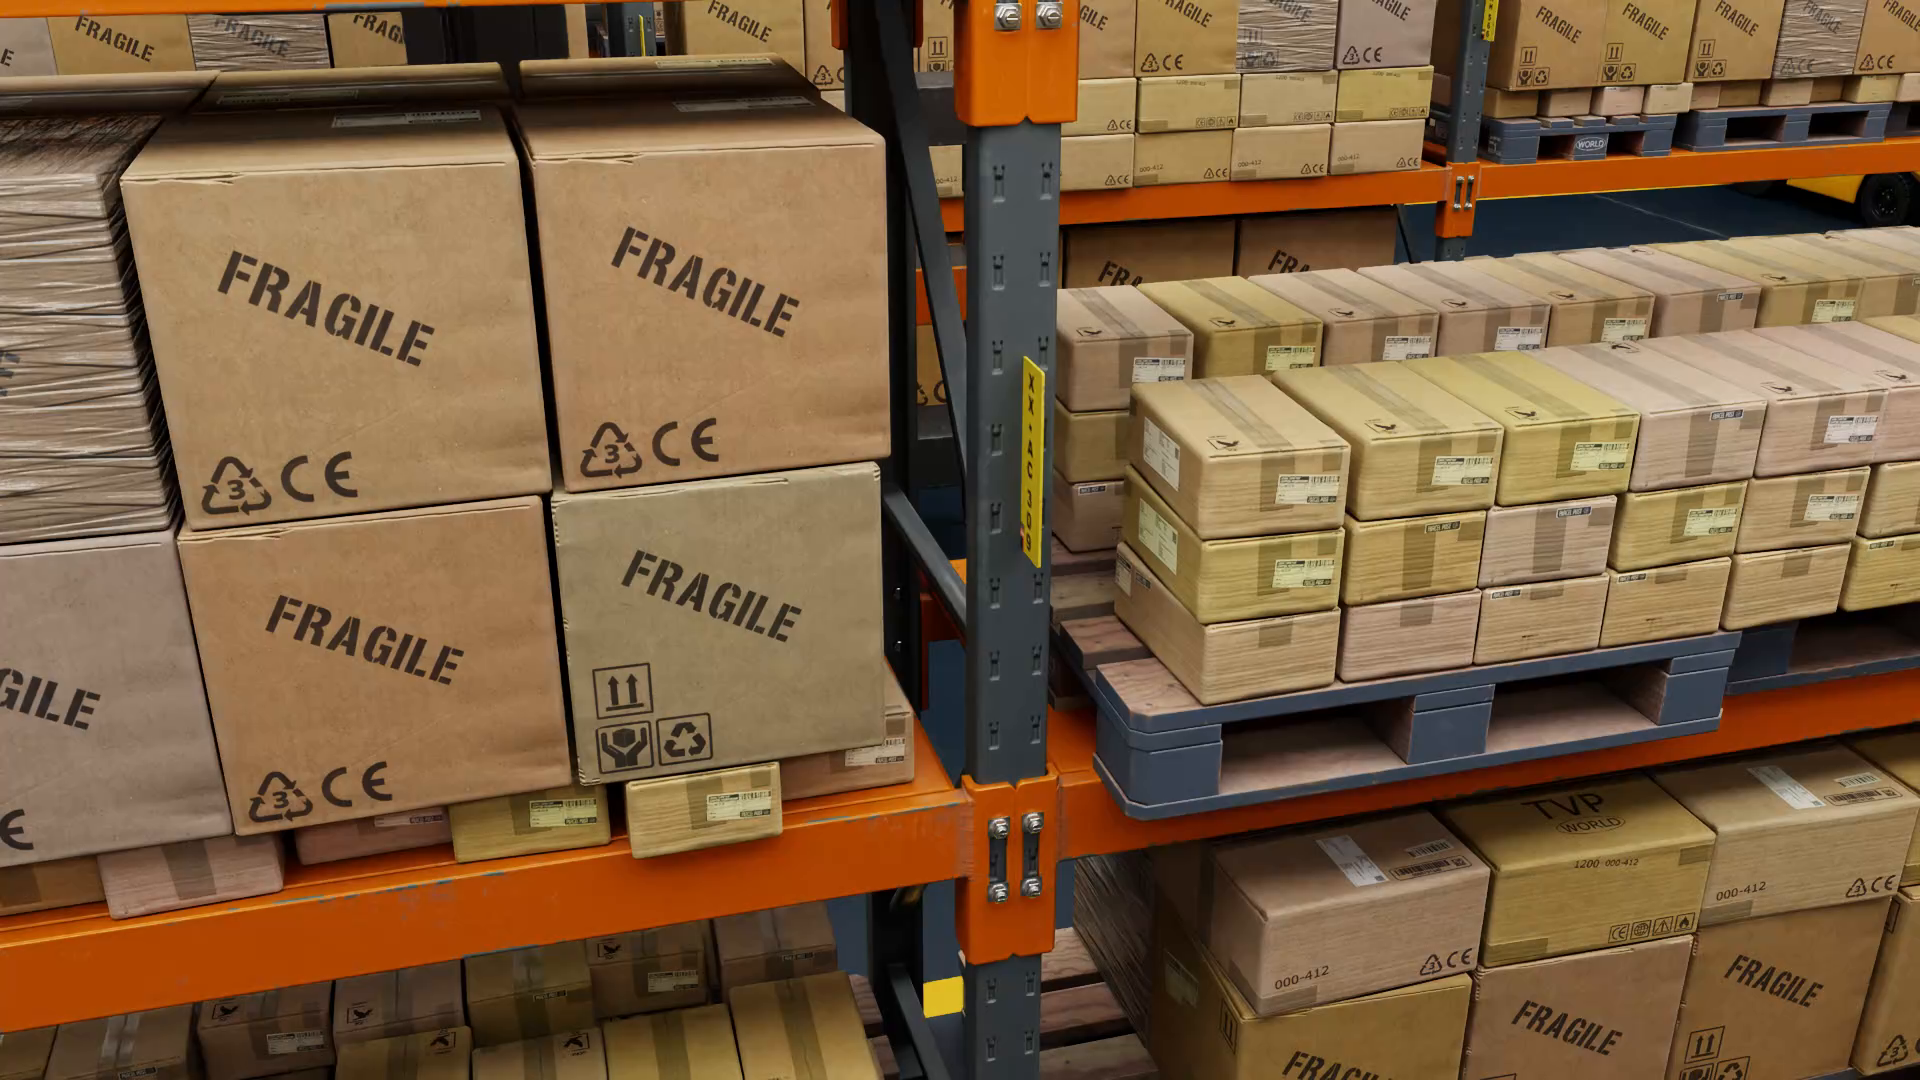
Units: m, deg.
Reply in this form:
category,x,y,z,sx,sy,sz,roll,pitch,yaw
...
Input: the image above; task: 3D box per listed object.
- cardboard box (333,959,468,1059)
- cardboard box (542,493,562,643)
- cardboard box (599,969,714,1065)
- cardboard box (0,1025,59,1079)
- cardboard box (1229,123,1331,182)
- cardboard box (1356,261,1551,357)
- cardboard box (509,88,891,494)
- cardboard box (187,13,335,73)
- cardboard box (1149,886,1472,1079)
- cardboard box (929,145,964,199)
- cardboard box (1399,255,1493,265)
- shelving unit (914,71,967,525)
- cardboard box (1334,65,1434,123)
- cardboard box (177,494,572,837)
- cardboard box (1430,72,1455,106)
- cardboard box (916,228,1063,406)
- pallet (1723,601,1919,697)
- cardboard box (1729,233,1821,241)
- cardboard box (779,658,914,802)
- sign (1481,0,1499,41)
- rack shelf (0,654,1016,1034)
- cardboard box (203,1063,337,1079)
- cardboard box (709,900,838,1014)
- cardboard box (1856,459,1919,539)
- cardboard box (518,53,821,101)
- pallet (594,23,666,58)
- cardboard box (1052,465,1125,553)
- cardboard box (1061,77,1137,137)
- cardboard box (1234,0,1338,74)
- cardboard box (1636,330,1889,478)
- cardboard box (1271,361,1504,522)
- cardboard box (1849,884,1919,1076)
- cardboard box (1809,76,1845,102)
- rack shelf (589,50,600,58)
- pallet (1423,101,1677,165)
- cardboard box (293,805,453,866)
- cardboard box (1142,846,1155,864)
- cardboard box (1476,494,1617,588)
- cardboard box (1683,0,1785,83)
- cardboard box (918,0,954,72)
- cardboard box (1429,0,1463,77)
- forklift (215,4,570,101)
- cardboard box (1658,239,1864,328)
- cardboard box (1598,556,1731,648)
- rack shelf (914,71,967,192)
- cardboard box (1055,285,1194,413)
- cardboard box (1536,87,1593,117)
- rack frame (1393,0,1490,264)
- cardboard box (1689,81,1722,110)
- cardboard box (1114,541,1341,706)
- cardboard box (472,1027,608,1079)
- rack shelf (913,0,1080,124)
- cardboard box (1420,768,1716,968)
category,x,y,z,sx,sy,sz,roll,pitch,yaw
cardboard box,-1.185,0.961,3.534,0.250,0.149,0.380,-7,24,-16
cardboard box,-0.586,-0.155,3.303,0.500,0.500,0.500,-7,24,-15
cardboard box,-0.696,1.029,3.753,0.250,0.149,0.380,-6,24,-14
cardboard box,-1.940,1.029,3.376,0.250,0.149,0.380,-6,24,-14
cardboard box,1.472,-1.942,8.163,0.500,0.250,0.500,-6,24,-13
cardboard box,1.053,-0.481,3.599,0.250,0.149,0.380,-6,24,-15
cardboard box,-0.420,-0.419,2.650,0.500,0.500,0.500,-7,24,-16
cardboard box,-2.833,-2.040,6.805,0.500,0.500,0.500,-6,24,-14
cardboard box,0.742,1.048,3.641,0.500,0.500,0.500,-5,24,-12
cardboard box,0.015,-1.780,7.785,0.500,0.250,0.500,-7,24,-15
cardboard box,2.923,-1.266,9.196,0.625,0.372,0.950,-8,24,-18
shelving unit,-0.159,-0.947,6.795,0.503,2.100,0.431,-6,24,-14
cardboard box,1.978,-2.237,8.215,0.500,0.250,0.500,-6,24,-15
cardboard box,-0.931,0.101,2.705,0.500,0.500,0.500,-7,24,-16
cardboard box,2.628,-2.426,8.886,0.250,0.149,0.380,-5,24,-12
cardboard box,-0.032,-1.210,8.429,0.875,0.875,0.875,-6,24,-13
pallet,1.916,-0.041,3.785,1.213,0.211,1.003,-6,24,-14
cardboard box,5.032,-1.501,9.744,0.625,0.372,0.950,-5,24,-11
cardboard box,-0.253,0.305,3.053,0.250,0.149,0.380,-7,24,-15
sign,2.529,-2.546,7.911,0.005,0.325,0.100,-6,24,-14
rack shelf,-1.966,0.614,2.927,4.000,0.370,1.077,-6,24,-14
cardboard box,-1.452,1.117,3.549,0.250,0.149,0.380,-5,24,-12
cardboard box,-0.428,0.872,3.742,0.250,0.149,0.380,-5,24,-12
cardboard box,1.725,-0.153,3.211,0.250,0.149,0.380,-7,24,-15
cardboard box,-0.541,-0.616,3.110,0.500,0.500,0.500,-6,24,-13
pallet,-2.021,-3.638,12.167,1.213,0.211,1.003,-6,24,-14
cardboard box,0.288,-0.125,3.522,0.250,0.149,0.380,-7,24,-16
cardboard box,0.498,-2.063,7.811,0.500,0.250,0.500,-7,24,-16
cardboard box,1.457,-2.517,7.918,0.500,0.500,0.500,-6,24,-13
cardboard box,1.464,-0.259,3.082,0.250,0.149,0.380,-7,24,-15
cardboard box,0.730,-0.180,2.897,0.250,0.149,0.380,-6,24,-13
cardboard box,2.242,0.886,4.019,0.500,0.500,0.500,-7,24,-17
cardboard box,4.539,-2.476,9.002,0.250,0.149,0.380,-7,24,-16
rack shelf,-0.894,-3.565,12.666,4.000,0.370,1.077,-6,24,-14
pallet,3.033,-2.252,8.938,1.003,0.211,1.213,-6,24,-14
cardboard box,-1.011,0.381,2.876,0.250,0.149,0.380,-7,24,-16
cardboard box,0.608,0.506,3.953,0.500,0.250,0.500,-7,24,-16
cardboard box,0.960,-0.067,3.011,0.250,0.149,0.380,-6,24,-13
cardboard box,3.881,-2.677,8.649,0.500,0.500,0.500,-6,24,-13
cardboard box,-0.008,-2.358,7.548,0.500,0.500,0.500,-7,24,-16
cardboard box,2.739,-2.754,8.827,0.500,0.500,0.500,-7,24,-16
forklift,-2.083,-1.072,6.032,3.031,2.935,1.130,-5,24,-12
cardboard box,1.807,-0.565,3.795,0.250,0.149,0.380,-7,24,-15
cardboard box,1.212,0.042,3.133,0.250,0.149,0.380,-6,24,-14
rack shelf,-0.159,-1.578,6.524,0.480,0.518,0.431,-6,24,-14
cardboard box,0.293,-0.397,3.404,0.250,0.149,0.380,-5,24,-12
cardboard box,3.020,-2.283,8.553,0.250,0.149,0.380,-8,24,-18
rack frame,2.376,-2.224,8.630,0.127,3.000,1.000,-6,24,-14
cardboard box,3.778,-2.372,8.759,0.250,0.149,0.380,-5,24,-11
cardboard box,0.463,0.126,2.939,0.250,0.149,0.380,-7,24,-17
cardboard box,-0.786,1.122,3.159,0.250,0.149,0.380,-7,24,-15
rack shelf,1.885,-1.190,3.329,4.000,0.370,1.077,-6,24,-14
cardboard box,1.254,0.645,3.628,0.500,0.250,0.500,-6,24,-13
